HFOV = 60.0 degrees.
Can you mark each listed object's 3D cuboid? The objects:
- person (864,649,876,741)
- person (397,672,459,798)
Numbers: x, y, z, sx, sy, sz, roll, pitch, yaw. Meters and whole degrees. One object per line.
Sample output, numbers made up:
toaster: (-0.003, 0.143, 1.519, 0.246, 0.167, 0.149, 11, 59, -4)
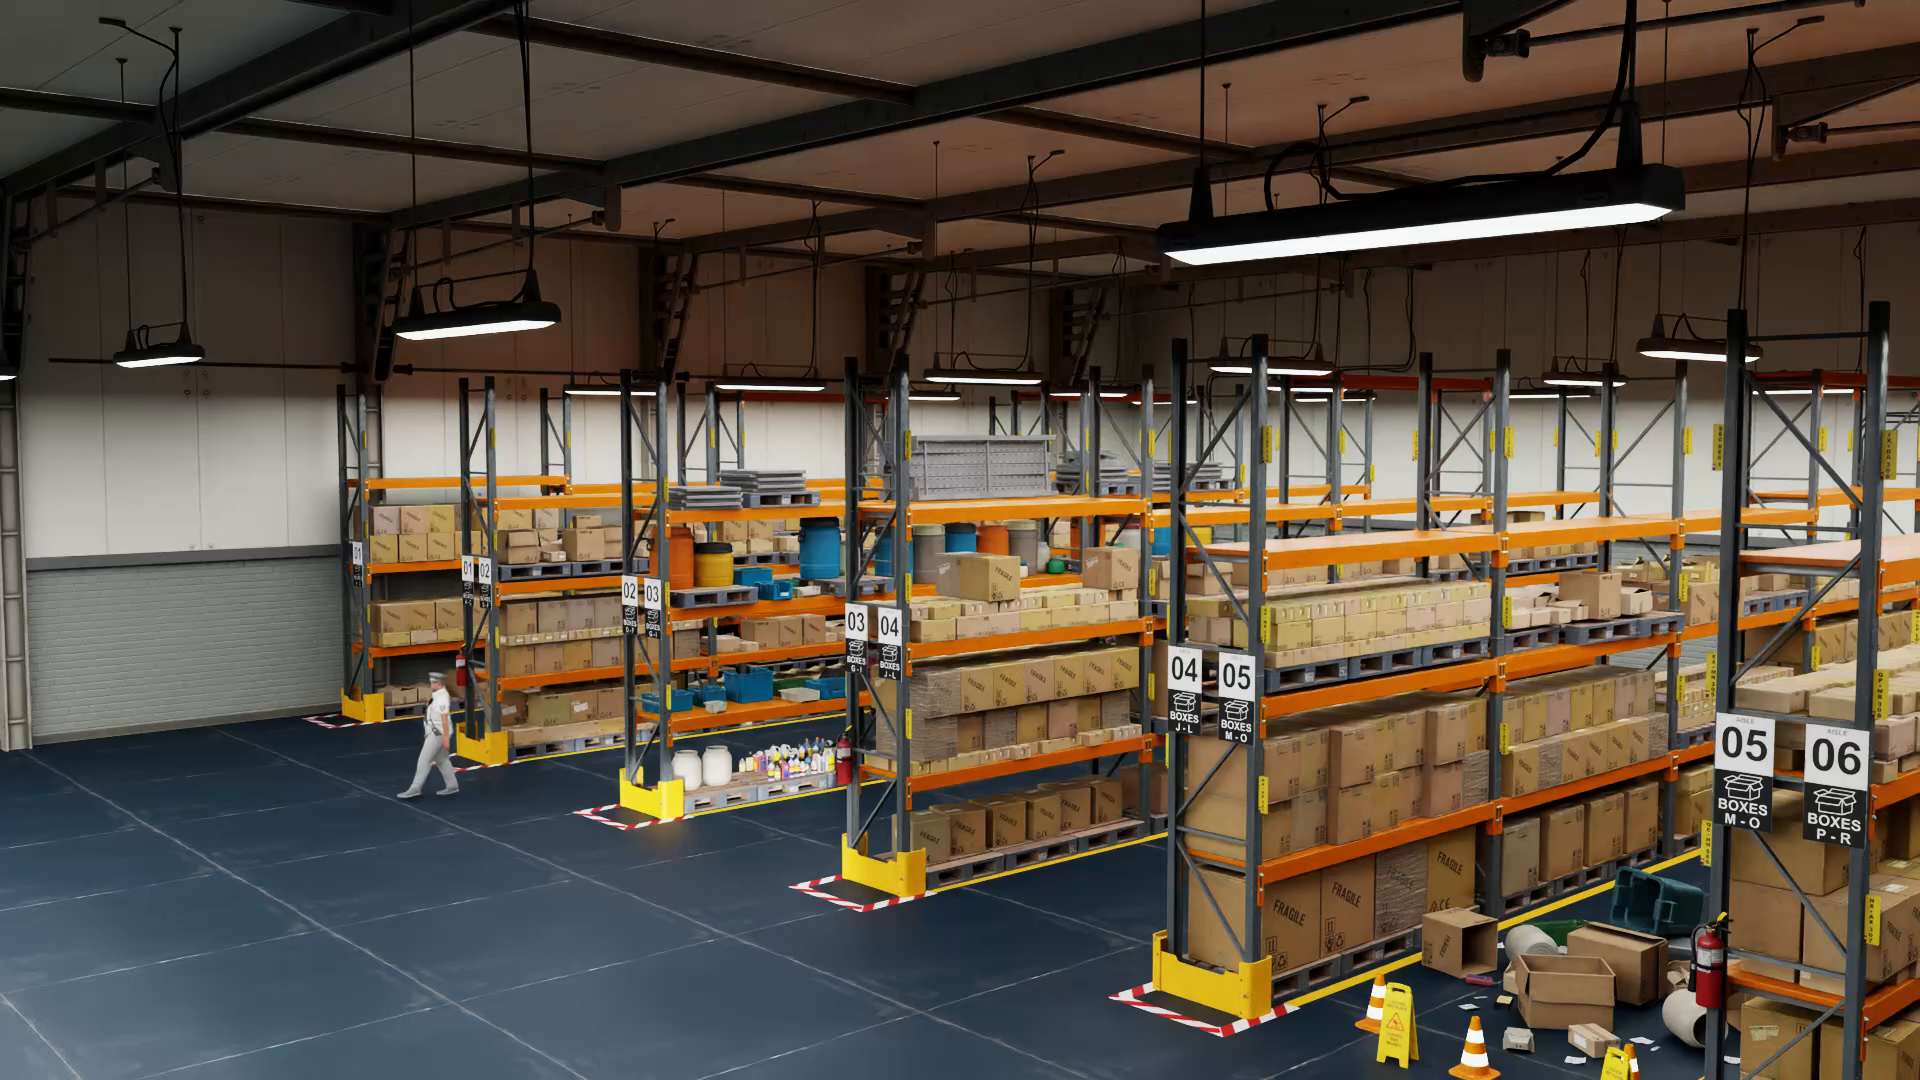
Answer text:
person: (-1.552, 2.491, 27.516, 0.821, 1.817, 0.608, -2, 4, -32)
person: (-7.506, 2.754, 23.473, 0.795, 1.746, 0.660, -1, 4, -11)
